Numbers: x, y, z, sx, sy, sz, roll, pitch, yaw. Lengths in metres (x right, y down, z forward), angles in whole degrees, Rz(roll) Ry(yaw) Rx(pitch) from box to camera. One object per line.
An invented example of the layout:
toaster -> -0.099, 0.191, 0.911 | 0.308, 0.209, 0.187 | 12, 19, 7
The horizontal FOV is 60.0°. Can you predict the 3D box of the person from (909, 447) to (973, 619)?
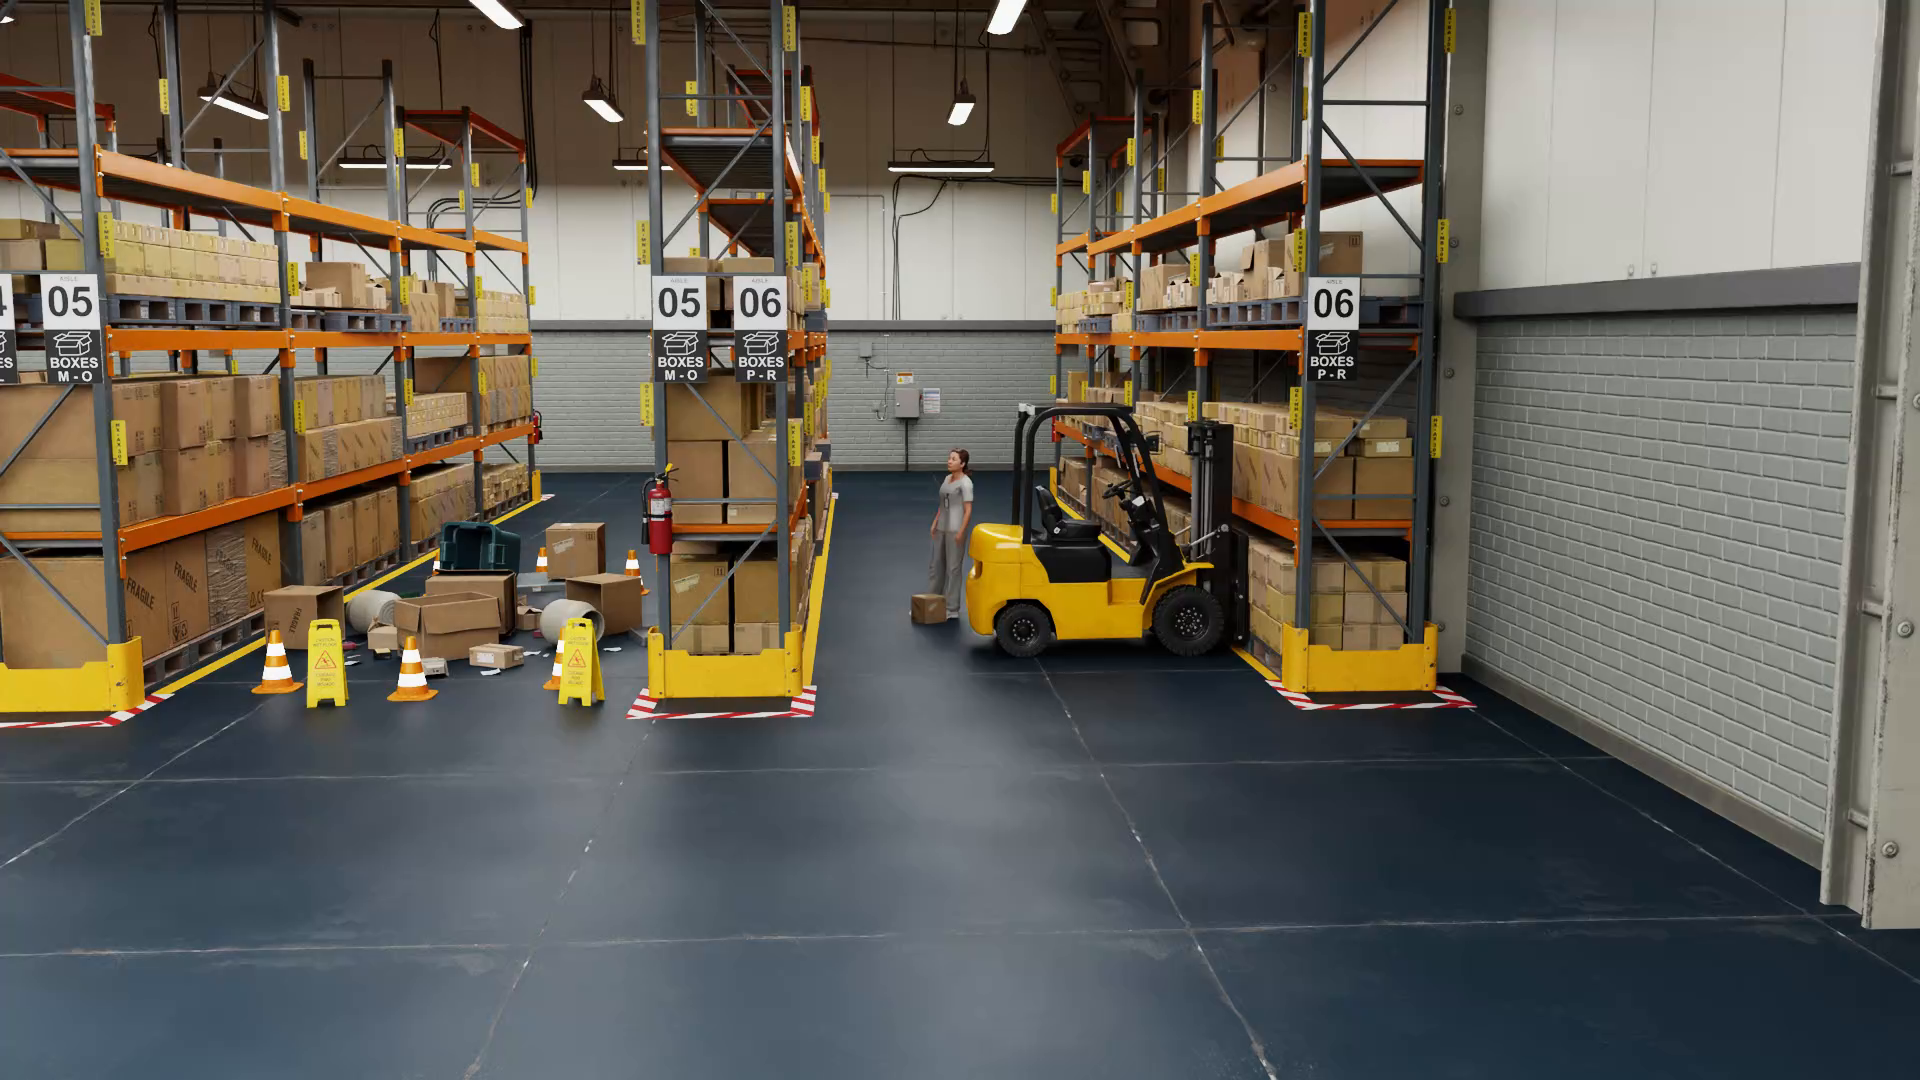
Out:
person -> -0.142, -0.065, 16.219 | 0.548, 1.674, 0.549 | -4, 8, -33
